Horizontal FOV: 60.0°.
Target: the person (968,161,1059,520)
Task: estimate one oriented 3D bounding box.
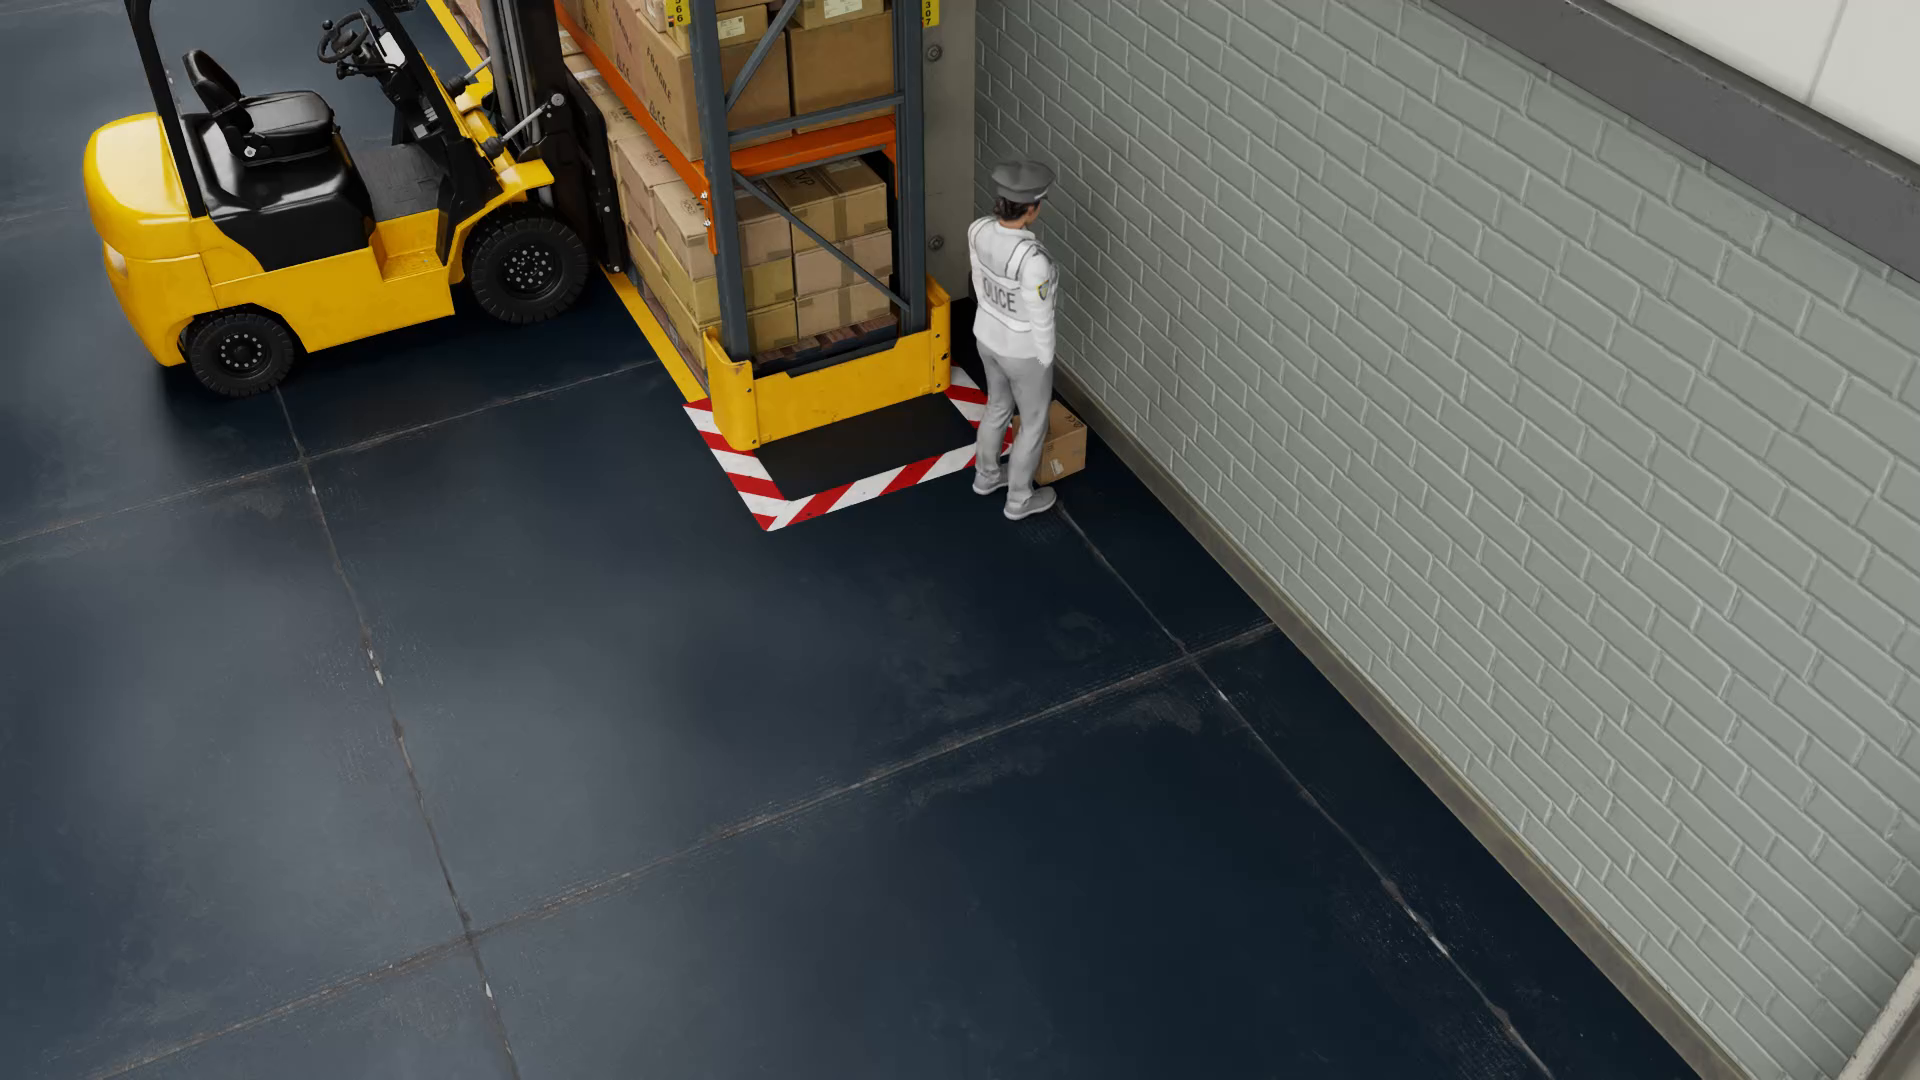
[{"bbox_3d":[0.229,-0.839,7.115,0.327,1.661,0.473,-27,48,-27],"label":"person"}]
